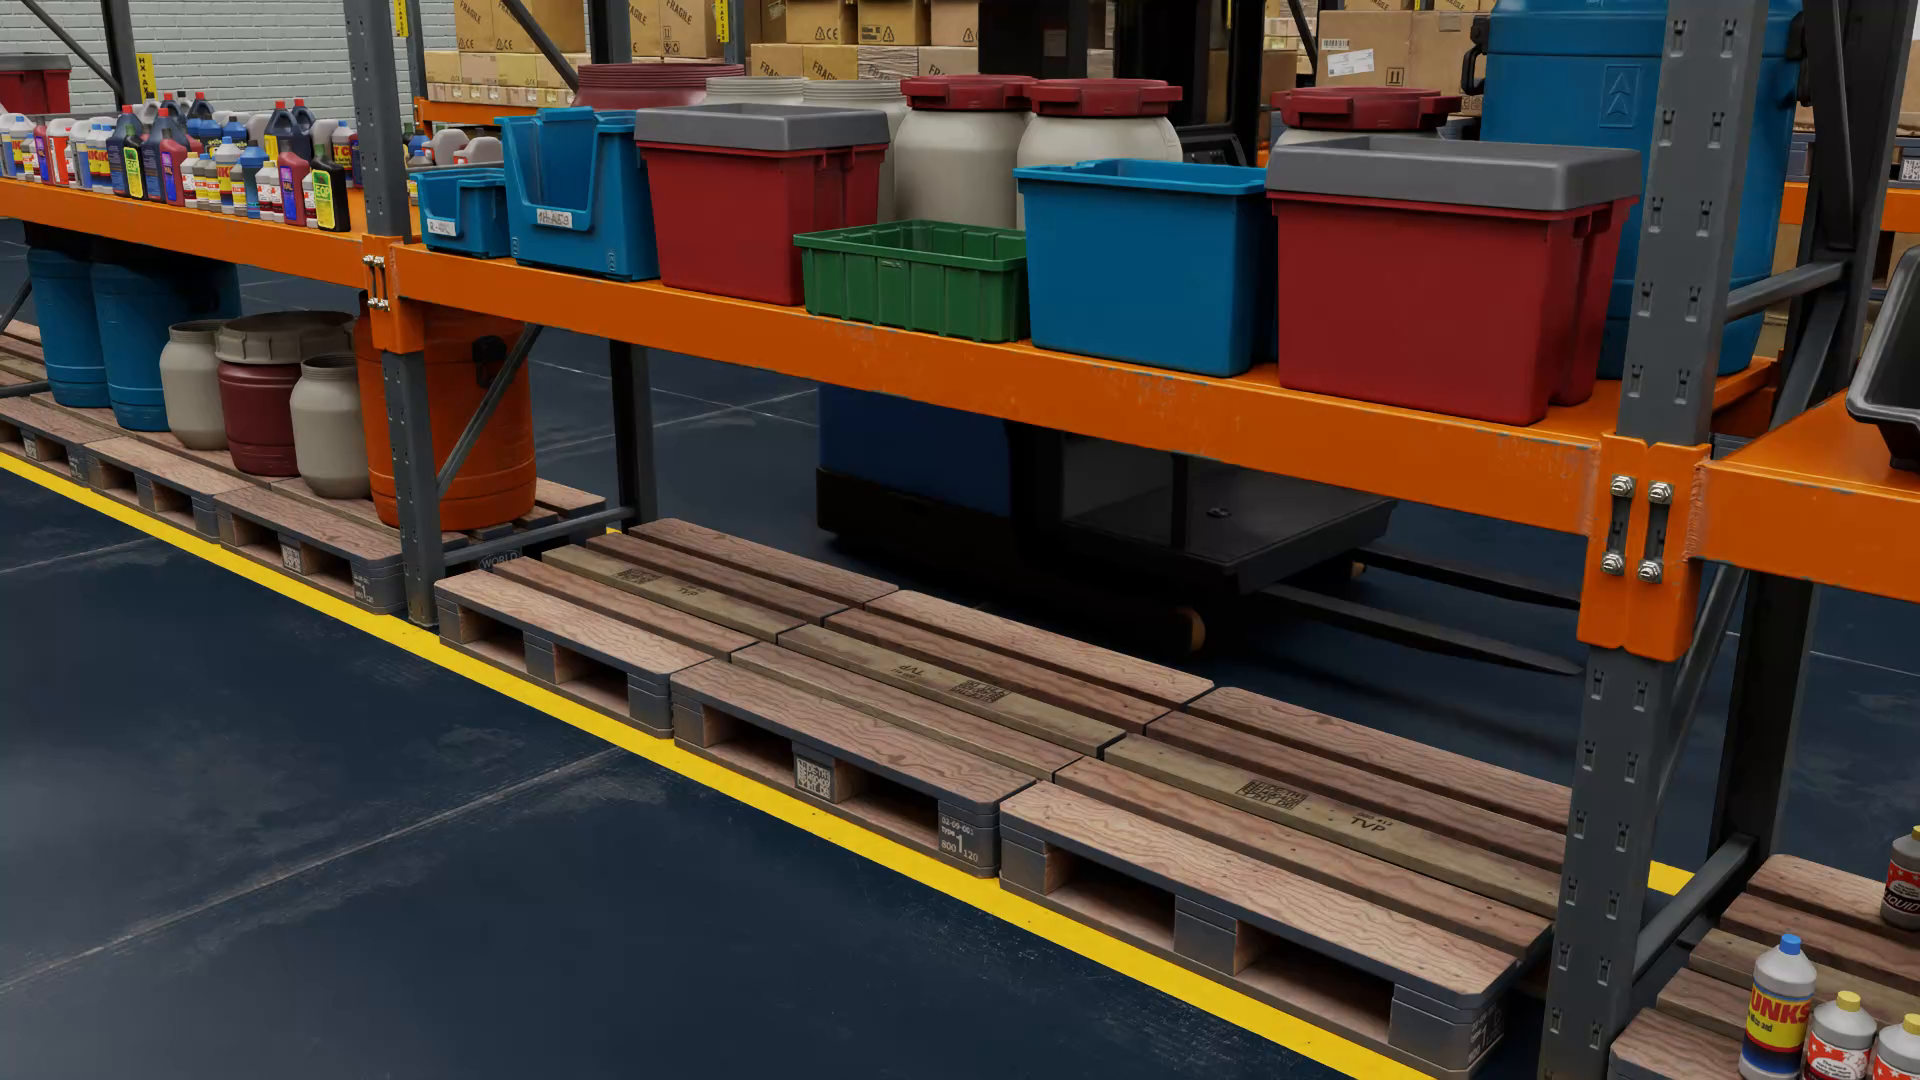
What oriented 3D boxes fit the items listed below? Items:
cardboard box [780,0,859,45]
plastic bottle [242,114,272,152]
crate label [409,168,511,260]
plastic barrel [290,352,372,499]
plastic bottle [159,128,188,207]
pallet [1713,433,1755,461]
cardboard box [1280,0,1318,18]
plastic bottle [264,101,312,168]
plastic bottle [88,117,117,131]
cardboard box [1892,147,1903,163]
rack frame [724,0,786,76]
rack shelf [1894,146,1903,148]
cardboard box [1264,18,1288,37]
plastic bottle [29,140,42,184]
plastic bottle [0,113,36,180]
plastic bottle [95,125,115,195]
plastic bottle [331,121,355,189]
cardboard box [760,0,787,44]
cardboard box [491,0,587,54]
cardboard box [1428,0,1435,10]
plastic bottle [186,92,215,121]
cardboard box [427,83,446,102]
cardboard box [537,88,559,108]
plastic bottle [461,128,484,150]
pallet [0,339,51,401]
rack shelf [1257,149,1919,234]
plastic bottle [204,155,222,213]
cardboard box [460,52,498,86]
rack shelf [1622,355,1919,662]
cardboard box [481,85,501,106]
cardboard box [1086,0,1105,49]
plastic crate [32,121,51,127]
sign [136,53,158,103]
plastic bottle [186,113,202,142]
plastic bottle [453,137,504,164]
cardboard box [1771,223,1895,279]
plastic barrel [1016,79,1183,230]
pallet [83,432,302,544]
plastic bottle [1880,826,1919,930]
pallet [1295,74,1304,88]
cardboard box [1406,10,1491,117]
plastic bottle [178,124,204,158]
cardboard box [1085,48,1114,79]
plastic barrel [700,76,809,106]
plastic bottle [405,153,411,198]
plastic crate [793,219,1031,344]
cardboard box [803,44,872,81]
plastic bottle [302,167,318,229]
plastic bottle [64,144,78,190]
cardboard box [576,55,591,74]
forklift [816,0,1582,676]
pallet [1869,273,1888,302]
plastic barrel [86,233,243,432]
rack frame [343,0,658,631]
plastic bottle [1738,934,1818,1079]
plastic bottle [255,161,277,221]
[{"bbox_3d":[-0.739,-3.570,11.078,0.637,0.503,0.797,14,23,38],"label":"cardboard box"},{"bbox_3d":[-3.076,-1.737,7.330,0.135,0.276,0.152,15,23,39],"label":"plastic bottle"},{"bbox_3d":[-1.452,-0.998,5.073,0.416,0.233,0.303,15,23,39],"label":"crate label"},{"bbox_3d":[-2.377,-0.449,6.485,0.421,0.512,0.421,0,18,0],"label":"plastic barrel"},{"bbox_3d":[-2.959,-1.405,6.274,0.133,0.283,0.061,15,23,39],"label":"plastic bottle"},{"bbox_3d":[4.178,-0.391,7.495,1.213,0.211,1.003,15,23,39],"label":"pallet"},{"bbox_3d":[4.059,-6.173,19.286,0.500,0.500,0.500,15,23,40],"label":"cardboard box"},{"bbox_3d":[-2.781,-1.633,6.881,0.185,0.351,0.144,15,23,39],"label":"plastic bottle"},{"bbox_3d":[-3.623,-1.660,7.089,0.135,0.276,0.152,15,23,39],"label":"plastic bottle"},{"bbox_3d":[11.181,-4.778,20.147,0.500,0.500,0.500,16,24,41],"label":"cardboard box"},{"bbox_3d":[-1.222,-3.171,11.643,0.127,3.000,1.000,15,23,39],"label":"rack frame"},{"bbox_3d":[6.633,-2.725,11.428,4.000,0.370,1.077,15,23,39],"label":"rack shelf"},{"bbox_3d":[2.723,-4.296,13.927,0.250,0.149,0.380,15,23,39],"label":"cardboard box"},{"bbox_3d":[-3.929,-1.634,7.130,0.097,0.201,0.097,0,18,0],"label":"plastic bottle"},{"bbox_3d":[-4.143,-1.738,7.335,0.135,0.276,0.152,15,23,39],"label":"plastic bottle"},{"bbox_3d":[-3.409,-1.528,6.680,0.097,0.271,0.097,0,18,0],"label":"plastic bottle"},{"bbox_3d":[-2.559,-1.607,6.929,0.097,0.271,0.097,0,18,0],"label":"plastic bottle"},{"bbox_3d":[-1.411,-3.752,11.993,0.500,0.500,0.500,15,23,39],"label":"cardboard box"},{"bbox_3d":[-3.269,-4.041,12.902,0.500,0.500,0.500,14,23,38],"label":"cardboard box"},{"bbox_3d":[5.160,-6.087,19.016,0.500,0.500,0.500,15,23,40],"label":"cardboard box"},{"bbox_3d":[-3.467,-1.879,7.655,0.185,0.351,0.144,15,23,39],"label":"plastic bottle"},{"bbox_3d":[-4.167,-3.708,13.752,0.250,0.149,0.380,15,23,40],"label":"cardboard box"},{"bbox_3d":[-3.016,-3.400,12.780,0.250,0.149,0.380,14,23,38],"label":"cardboard box"},{"bbox_3d":[-1.843,-1.428,6.344,0.133,0.283,0.061,15,23,39],"label":"plastic bottle"},{"bbox_3d":[-5.085,-0.860,8.972,1.213,0.211,1.003,15,23,39],"label":"pallet"},{"bbox_3d":[3.266,-1.623,7.956,4.000,0.370,1.077,15,23,39],"label":"rack shelf"},{"bbox_3d":[-2.715,-1.308,6.104,0.097,0.201,0.097,0,18,0],"label":"plastic bottle"},{"bbox_3d":[-3.641,-3.784,13.331,0.500,0.250,0.500,15,23,39],"label":"cardboard box"},{"bbox_3d":[2.970,0.301,1.895,4.000,0.370,1.077,15,23,39],"label":"rack shelf"},{"bbox_3d":[-3.587,-3.553,13.265,0.250,0.149,0.380,15,23,38],"label":"cardboard box"},{"bbox_3d":[0.748,-3.175,9.834,0.637,0.503,0.797,16,23,40],"label":"cardboard box"},{"bbox_3d":[-4.763,-2.079,8.540,0.243,0.136,0.396,15,23,39],"label":"plastic crate"},{"bbox_3d":[-4.143,-2.306,8.461,0.005,0.325,0.100,15,23,39],"label":"sign"},{"bbox_3d":[-3.419,-1.776,7.462,0.097,0.271,0.097,0,18,0],"label":"plastic bottle"},{"bbox_3d":[-1.728,-1.313,5.996,0.135,0.276,0.152,15,23,39],"label":"plastic bottle"},{"bbox_3d":[6.189,-2.280,11.861,0.750,0.750,1.050,15,23,40],"label":"cardboard box"},{"bbox_3d":[0.355,-0.898,4.256,0.433,0.535,0.433,0,18,0],"label":"plastic barrel"},{"bbox_3d":[-3.044,-0.312,7.245,1.213,0.211,1.003,15,23,39],"label":"pallet"},{"bbox_3d":[1.952,0.683,3.400,0.097,0.201,0.097,0,18,0],"label":"plastic bottle"},{"bbox_3d":[2.621,-3.995,14.557,1.213,0.211,1.003,15,23,39],"label":"pallet"},{"bbox_3d":[2.684,-2.426,8.439,0.700,0.500,0.500,-14,22,-38],"label":"cardboard box"},{"bbox_3d":[-3.001,-1.475,6.494,0.133,0.283,0.061,15,23,39],"label":"plastic bottle"},{"bbox_3d":[0.867,-2.560,9.553,0.500,0.500,0.500,15,23,39],"label":"cardboard box"},{"bbox_3d":[-0.607,-1.142,5.066,0.421,0.512,0.421,0,18,0],"label":"plastic barrel"},{"bbox_3d":[-2.141,-1.461,6.586,0.097,0.201,0.097,0,18,0],"label":"plastic bottle"},{"bbox_3d":[-0.016,-0.629,3.984,0.662,0.188,0.450,15,23,39],"label":"plastic crate"},{"bbox_3d":[-0.667,-2.969,10.842,0.500,0.500,0.500,15,23,39],"label":"cardboard box"},{"bbox_3d":[-2.178,-1.164,5.650,0.097,0.201,0.097,0,18,0],"label":"plastic bottle"},{"bbox_3d":[-3.655,-1.561,6.899,0.097,0.201,0.097,0,18,0],"label":"plastic bottle"},{"bbox_3d":[-2.497,-3.476,12.362,0.500,0.250,0.500,16,23,40],"label":"cardboard box"},{"bbox_3d":[0.854,-1.193,5.524,3.031,2.935,1.130,16,24,41],"label":"forklift"},{"bbox_3d":[6.585,-1.720,11.682,1.213,0.211,1.003,15,23,39],"label":"pallet"},{"bbox_3d":[-3.585,-0.995,7.562,0.708,0.901,0.600,15,23,39],"label":"plastic barrel"},{"bbox_3d":[-1.518,-1.247,5.582,0.127,3.000,1.000,15,23,39],"label":"rack frame"},{"bbox_3d":[1.421,0.810,2.883,0.097,0.271,0.097,0,18,0],"label":"plastic bottle"},{"bbox_3d":[-2.423,-1.230,5.857,0.097,0.201,0.097,0,18,0],"label":"plastic bottle"}]
